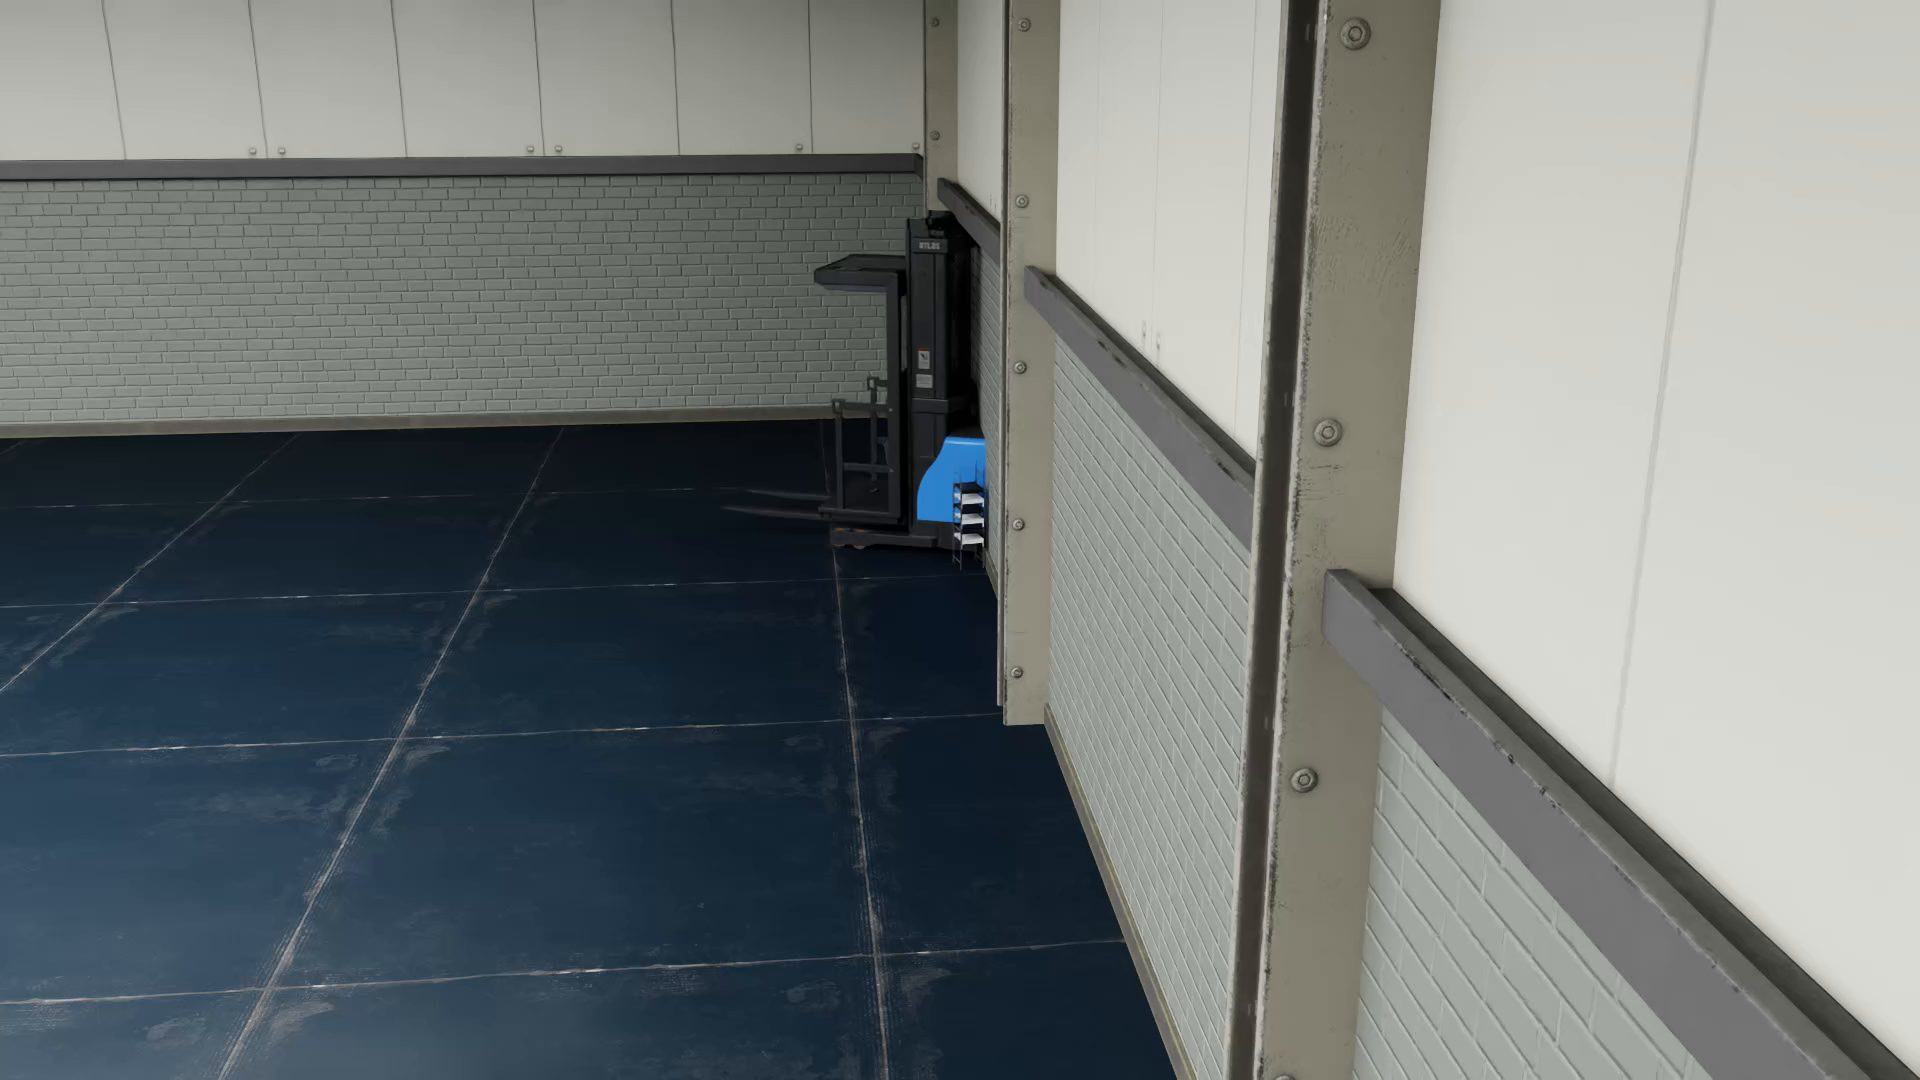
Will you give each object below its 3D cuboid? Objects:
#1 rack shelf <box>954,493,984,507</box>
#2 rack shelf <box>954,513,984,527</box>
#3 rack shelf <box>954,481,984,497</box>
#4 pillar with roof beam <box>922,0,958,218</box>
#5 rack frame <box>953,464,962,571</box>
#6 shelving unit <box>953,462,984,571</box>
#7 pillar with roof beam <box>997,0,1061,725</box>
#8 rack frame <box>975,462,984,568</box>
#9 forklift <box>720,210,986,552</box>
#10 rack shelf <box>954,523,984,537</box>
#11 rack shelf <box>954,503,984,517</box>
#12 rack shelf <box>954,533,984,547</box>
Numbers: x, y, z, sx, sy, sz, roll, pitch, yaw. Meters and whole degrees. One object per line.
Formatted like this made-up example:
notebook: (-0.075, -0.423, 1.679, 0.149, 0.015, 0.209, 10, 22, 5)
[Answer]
rack shelf: (0.072, -0.347, 14.362, 0.200, 0.077, 0.258, -6, 18, -17)
rack shelf: (0.072, -0.175, 14.416, 0.200, 0.077, 0.258, -6, 18, -17)
rack shelf: (0.072, -0.433, 14.335, 0.200, 0.077, 0.258, -6, 18, -17)
pillar with roof beam: (-4.468, -4.757, 15.379, 9.100, 9.000, 0.400, -2, 18, -6)
rack frame: (-0.025, -0.197, 14.377, 0.006, 0.900, 0.240, -6, 18, -17)
shelving unit: (0.072, -0.207, 14.406, 0.210, 0.900, 0.258, -6, 18, -17)
pillar with roof beam: (-3.849, -2.970, 9.685, 9.100, 9.000, 0.400, -2, 18, -6)
rack frame: (0.168, -0.216, 14.436, 0.006, 0.900, 0.240, -6, 18, -17)
forklift: (-0.686, -1.468, 15.032, 3.031, 2.935, 1.130, 5, 18, 14)
rack shelf: (0.072, -0.089, 14.443, 0.200, 0.077, 0.258, -6, 18, -17)
rack shelf: (0.072, -0.261, 14.389, 0.200, 0.077, 0.258, -6, 18, -17)
rack shelf: (0.072, -0.003, 14.470, 0.200, 0.077, 0.258, -6, 18, -17)
